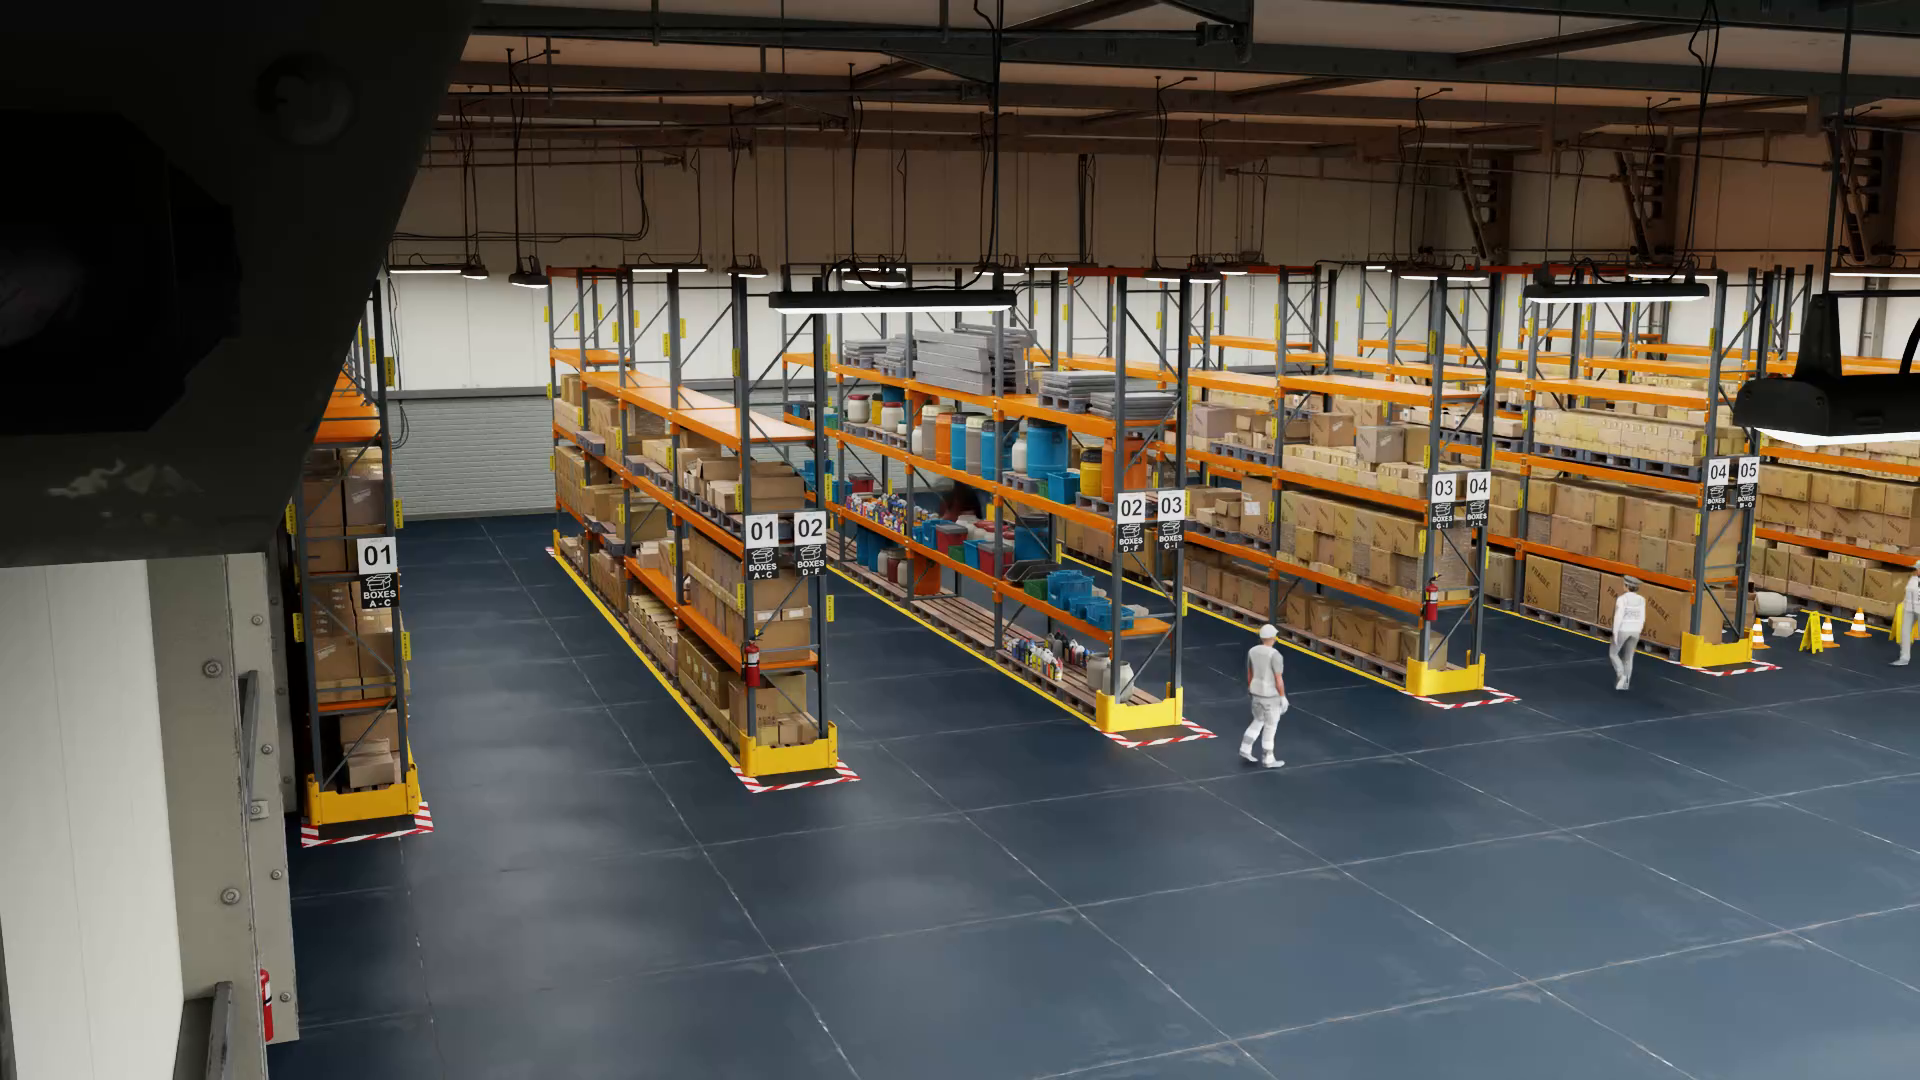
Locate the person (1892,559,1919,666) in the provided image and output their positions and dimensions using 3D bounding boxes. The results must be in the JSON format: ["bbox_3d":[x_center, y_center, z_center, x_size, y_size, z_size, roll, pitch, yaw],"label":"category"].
[{"bbox_3d":[14.758,1.101,25.573,0.802,1.640,0.487,-9,14,-43],"label":"person"}]

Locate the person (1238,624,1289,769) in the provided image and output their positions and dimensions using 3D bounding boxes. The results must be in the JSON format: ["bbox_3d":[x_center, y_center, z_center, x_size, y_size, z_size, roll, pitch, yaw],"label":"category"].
[{"bbox_3d":[3.781,1.923,20.515,0.424,1.802,0.647,-7,12,-36],"label":"person"}]

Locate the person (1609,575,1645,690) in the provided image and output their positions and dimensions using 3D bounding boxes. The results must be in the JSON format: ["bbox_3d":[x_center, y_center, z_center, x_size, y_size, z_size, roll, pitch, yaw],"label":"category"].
[{"bbox_3d":[9.640,1.358,23.963,0.467,1.671,0.500,1,10,7],"label":"person"}]

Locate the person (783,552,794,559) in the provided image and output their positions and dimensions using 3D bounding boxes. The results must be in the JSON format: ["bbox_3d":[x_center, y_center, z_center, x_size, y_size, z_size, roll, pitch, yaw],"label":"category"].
[{"bbox_3d":[-3.453,-0.273,33.377,0.505,1.615,1.019,-1,10,-8],"label":"person"}]
